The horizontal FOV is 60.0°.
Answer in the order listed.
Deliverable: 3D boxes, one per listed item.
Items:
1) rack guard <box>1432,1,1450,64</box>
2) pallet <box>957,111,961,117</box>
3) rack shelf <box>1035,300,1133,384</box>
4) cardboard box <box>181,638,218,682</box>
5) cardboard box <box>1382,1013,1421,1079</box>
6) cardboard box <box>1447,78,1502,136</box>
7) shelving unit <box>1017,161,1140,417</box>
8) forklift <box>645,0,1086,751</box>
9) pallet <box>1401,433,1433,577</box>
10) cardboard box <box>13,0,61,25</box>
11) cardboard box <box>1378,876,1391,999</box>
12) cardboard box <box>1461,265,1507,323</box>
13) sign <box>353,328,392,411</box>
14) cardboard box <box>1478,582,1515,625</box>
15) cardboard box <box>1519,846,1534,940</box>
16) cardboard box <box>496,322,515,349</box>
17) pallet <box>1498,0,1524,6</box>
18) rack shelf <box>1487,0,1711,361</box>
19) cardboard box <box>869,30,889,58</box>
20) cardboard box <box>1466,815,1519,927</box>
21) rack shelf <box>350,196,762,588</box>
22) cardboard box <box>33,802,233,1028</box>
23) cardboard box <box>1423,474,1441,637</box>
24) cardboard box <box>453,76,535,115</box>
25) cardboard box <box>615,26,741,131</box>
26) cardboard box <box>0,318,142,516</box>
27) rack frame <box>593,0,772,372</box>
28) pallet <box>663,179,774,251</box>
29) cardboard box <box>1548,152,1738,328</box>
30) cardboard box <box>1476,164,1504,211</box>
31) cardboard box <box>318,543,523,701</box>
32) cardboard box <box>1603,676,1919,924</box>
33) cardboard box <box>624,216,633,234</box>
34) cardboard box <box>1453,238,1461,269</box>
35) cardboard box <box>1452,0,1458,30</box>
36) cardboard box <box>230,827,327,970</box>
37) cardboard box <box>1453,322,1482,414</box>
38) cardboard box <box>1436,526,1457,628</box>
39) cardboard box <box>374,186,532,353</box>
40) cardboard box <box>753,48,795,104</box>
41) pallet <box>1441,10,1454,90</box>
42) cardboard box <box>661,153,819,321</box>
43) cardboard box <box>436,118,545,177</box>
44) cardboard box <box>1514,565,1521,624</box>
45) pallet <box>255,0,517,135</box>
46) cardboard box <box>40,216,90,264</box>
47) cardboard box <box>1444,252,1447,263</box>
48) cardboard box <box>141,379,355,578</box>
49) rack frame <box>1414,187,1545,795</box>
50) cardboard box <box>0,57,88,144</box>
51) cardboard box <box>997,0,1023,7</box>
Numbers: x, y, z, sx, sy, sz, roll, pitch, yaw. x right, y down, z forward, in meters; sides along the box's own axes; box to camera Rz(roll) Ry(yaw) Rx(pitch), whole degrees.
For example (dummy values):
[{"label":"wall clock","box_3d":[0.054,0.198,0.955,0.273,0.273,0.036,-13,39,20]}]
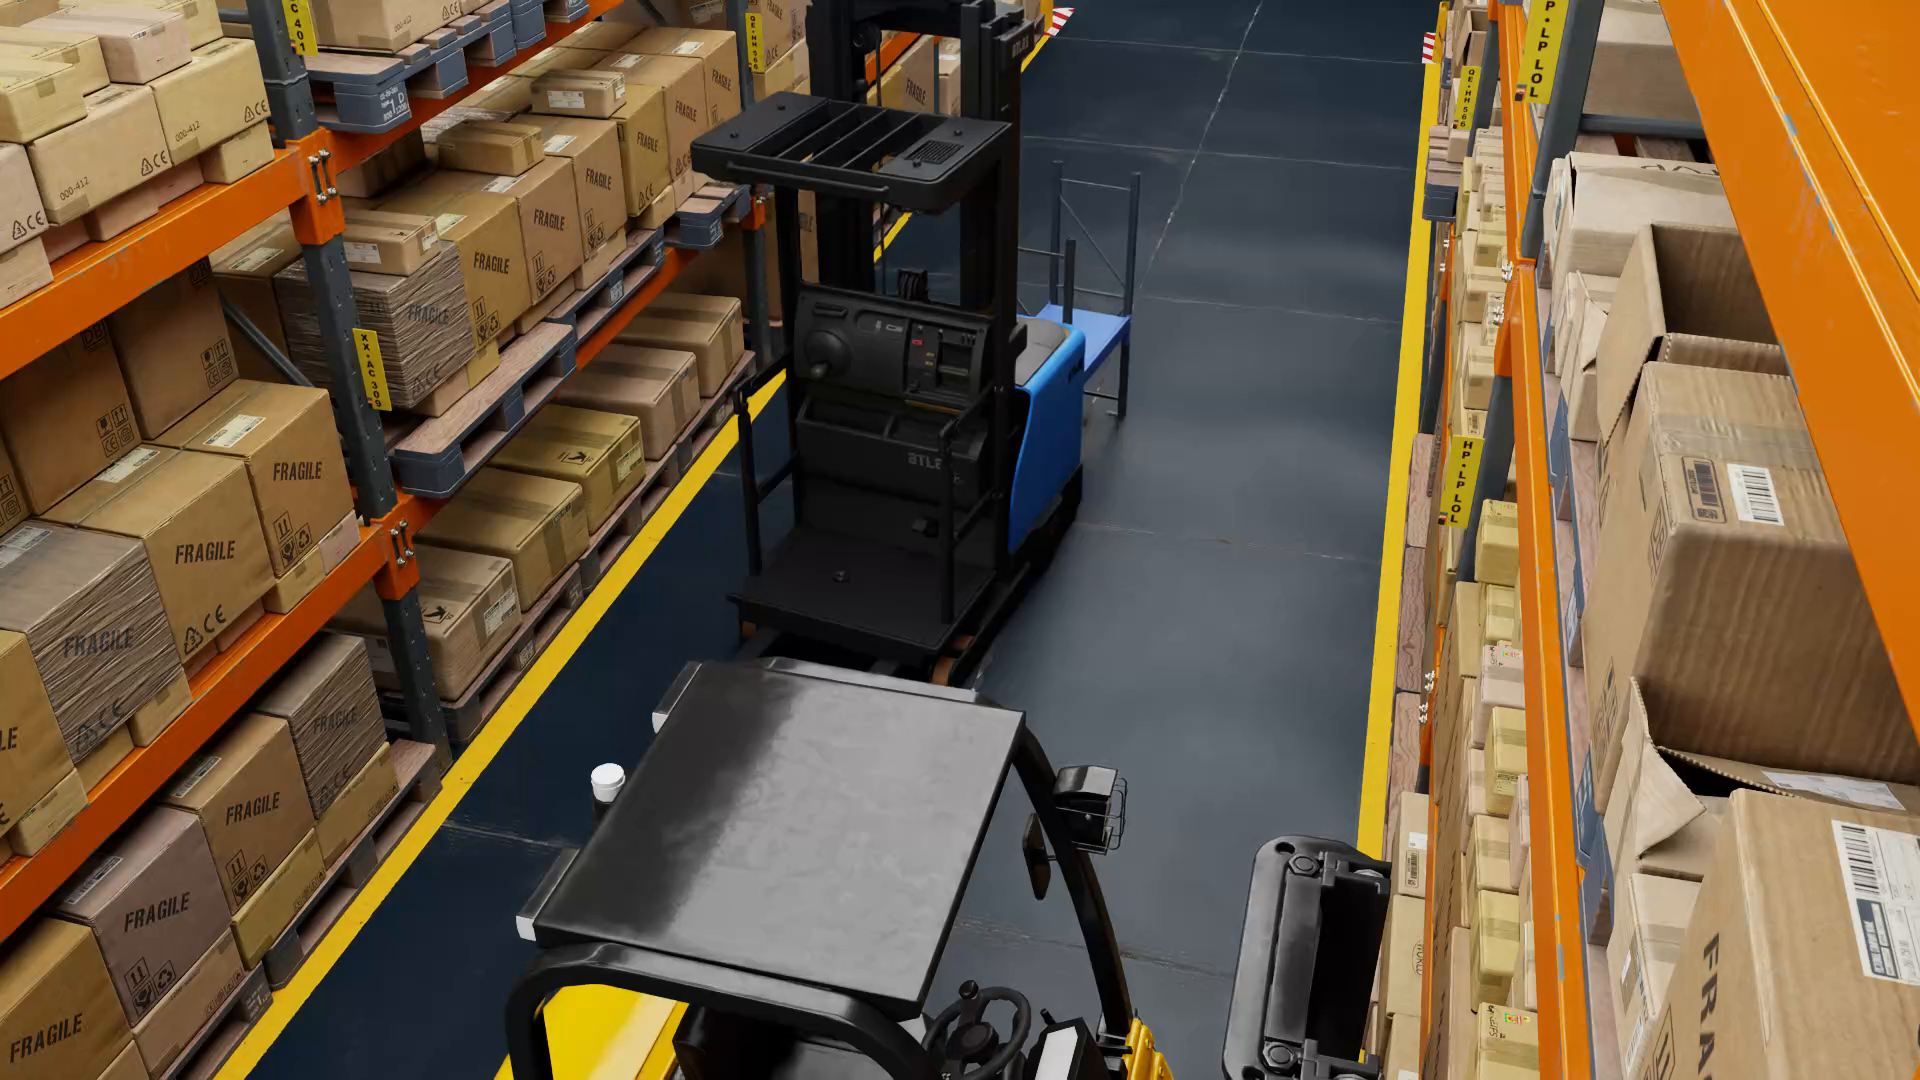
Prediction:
[{"label":"rack guard","box_3d":[5.132,-4.790,15.818,1.175,0.500,0.348,8,33,12]},{"label":"pallet","box_3d":[-0.398,-3.689,14.357,1.003,0.211,1.213,8,33,12]},{"label":"rack shelf","box_3d":[0.550,-1.024,9.299,0.538,0.185,1.000,13,35,20]},{"label":"cardboard box","box_3d":[-2.758,0.366,5.613,0.380,0.149,0.250,8,33,12]},{"label":"cardboard box","box_3d":[1.425,1.636,4.620,0.500,0.250,0.500,9,34,14]},{"label":"cardboard box","box_3d":[3.075,-2.438,9.538,0.500,0.250,0.500,6,33,10]},{"label":"shelving unit","box_3d":[0.550,-1.176,9.202,0.538,1.500,1.048,13,35,20]},{"label":"forklift","box_3d":[-0.402,-0.801,7.278,1.130,2.935,3.031,13,35,20]},{"label":"pallet","box_3d":[2.874,-0.134,8.764,1.003,0.211,1.213,8,33,12]},{"label":"cardboard box","box_3d":[-3.092,-1.708,5.336,0.380,0.149,0.250,7,33,12]},{"label":"cardboard box","box_3d":[1.684,1.324,5.576,0.500,0.250,0.500,8,33,12]},{"label":"cardboard box","box_3d":[2.266,-0.996,6.822,0.380,0.149,0.250,7,33,11]},{"label":"sign","box_3d":[-2.170,-0.626,6.132,0.100,0.325,0.005,8,33,12]},{"label":"cardboard box","box_3d":[1.770,0.157,5.010,0.380,0.149,0.250,8,33,12]},{"label":"cardboard box","box_3d":[1.441,0.838,3.661,0.380,0.149,0.250,8,33,13]},{"label":"cardboard box","box_3d":[-2.181,-0.932,7.262,0.380,0.149,0.250,10,34,15]},{"label":"pallet","box_3d":[3.035,-2.554,7.352,1.213,0.211,1.003,10,34,15]},{"label":"rack shelf","box_3d":[2.613,-1.657,6.435,1.077,0.370,4.000,8,33,12]},{"label":"cardboard box","box_3d":[-0.813,-3.628,11.801,0.500,0.250,0.500,7,33,11]},{"label":"cardboard box","box_3d":[1.418,0.817,3.971,0.380,0.149,0.250,7,33,11]},{"label":"rack shelf","box_3d":[-2.189,-1.065,8.300,1.077,0.370,4.000,8,33,12]},{"label":"cardboard box","box_3d":[-2.843,1.209,5.525,0.500,0.500,0.500,10,34,15]},{"label":"cardboard box","box_3d":[2.620,0.104,7.613,0.875,0.625,0.625,7,33,10]},{"label":"cardboard box","box_3d":[-2.273,-2.002,8.341,0.500,0.500,0.500,9,33,13]},{"label":"cardboard box","box_3d":[-1.528,-2.478,9.090,0.500,0.500,0.500,7,33,11]},{"label":"cardboard box","box_3d":[-3.169,-0.460,5.374,0.700,0.500,0.500,8,33,13]},{"label":"rack frame","box_3d":[-1.681,-2.406,9.739,1.000,3.000,0.127,8,33,12]},{"label":"pallet","box_3d":[-1.759,-1.941,9.186,1.213,0.211,1.003,8,33,12]},{"label":"cardboard box","box_3d":[1.659,-0.706,3.867,0.500,0.311,0.500,9,33,13]},{"label":"cardboard box","box_3d":[2.648,-1.648,7.848,0.380,0.149,0.250,9,34,14]},{"label":"cardboard box","box_3d":[-2.566,0.328,7.495,0.950,0.372,0.625,8,33,13]},{"label":"cardboard box","box_3d":[1.071,0.387,2.189,0.396,0.266,0.258,8,33,13]},{"label":"cardboard box","box_3d":[-1.869,-1.602,8.317,0.380,0.149,0.250,8,33,13]},{"label":"cardboard box","box_3d":[2.772,-1.472,8.410,0.500,0.250,0.500,8,33,13]},{"label":"cardboard box","box_3d":[3.797,-3.807,11.458,0.700,0.500,0.500,9,34,14]},{"label":"cardboard box","box_3d":[-2.712,1.273,6.122,0.500,0.250,0.500,7,33,11]},{"label":"cardboard box","box_3d":[2.242,-0.627,6.614,0.500,0.250,0.500,9,33,13]},{"label":"cardboard box","box_3d":[1.981,0.109,5.922,0.500,0.250,0.500,9,33,13]},{"label":"cardboard box","box_3d":[-2.174,-1.140,6.985,0.500,0.500,0.500,8,33,13]},{"label":"cardboard box","box_3d":[-1.314,-2.783,10.006,0.500,0.250,0.500,8,33,12]},{"label":"pallet","box_3d":[3.828,-3.327,11.367,1.003,0.211,1.213,8,33,12]},{"label":"cardboard box","box_3d":[-1.426,-2.034,10.743,0.875,0.875,0.875,8,33,12]},{"label":"cardboard box","box_3d":[-2.059,-1.723,7.298,0.380,0.149,0.250,10,34,15]},{"label":"cardboard box","box_3d":[1.776,0.177,4.700,0.380,0.149,0.250,9,33,13]},{"label":"pallet","box_3d":[-2.437,-1.823,6.201,1.213,0.211,1.003,8,33,12]},{"label":"cardboard box","box_3d":[-2.782,-0.905,4.816,0.380,0.149,0.250,7,33,11]},{"label":"cardboard box","box_3d":[3.040,-1.565,9.750,0.380,0.149,0.250,6,33,10]},{"label":"cardboard box","box_3d":[-2.569,-0.234,5.952,0.500,0.500,0.500,7,33,11]},{"label":"rack frame","box_3d":[2.106,0.343,5.414,1.000,3.000,0.127,8,33,12]},{"label":"cardboard box","box_3d":[-2.649,-1.212,4.556,0.380,0.149,0.250,9,34,14]},{"label":"cardboard box","box_3d":[0.054,-4.822,15.535,0.875,0.438,0.875,9,34,14]}]
